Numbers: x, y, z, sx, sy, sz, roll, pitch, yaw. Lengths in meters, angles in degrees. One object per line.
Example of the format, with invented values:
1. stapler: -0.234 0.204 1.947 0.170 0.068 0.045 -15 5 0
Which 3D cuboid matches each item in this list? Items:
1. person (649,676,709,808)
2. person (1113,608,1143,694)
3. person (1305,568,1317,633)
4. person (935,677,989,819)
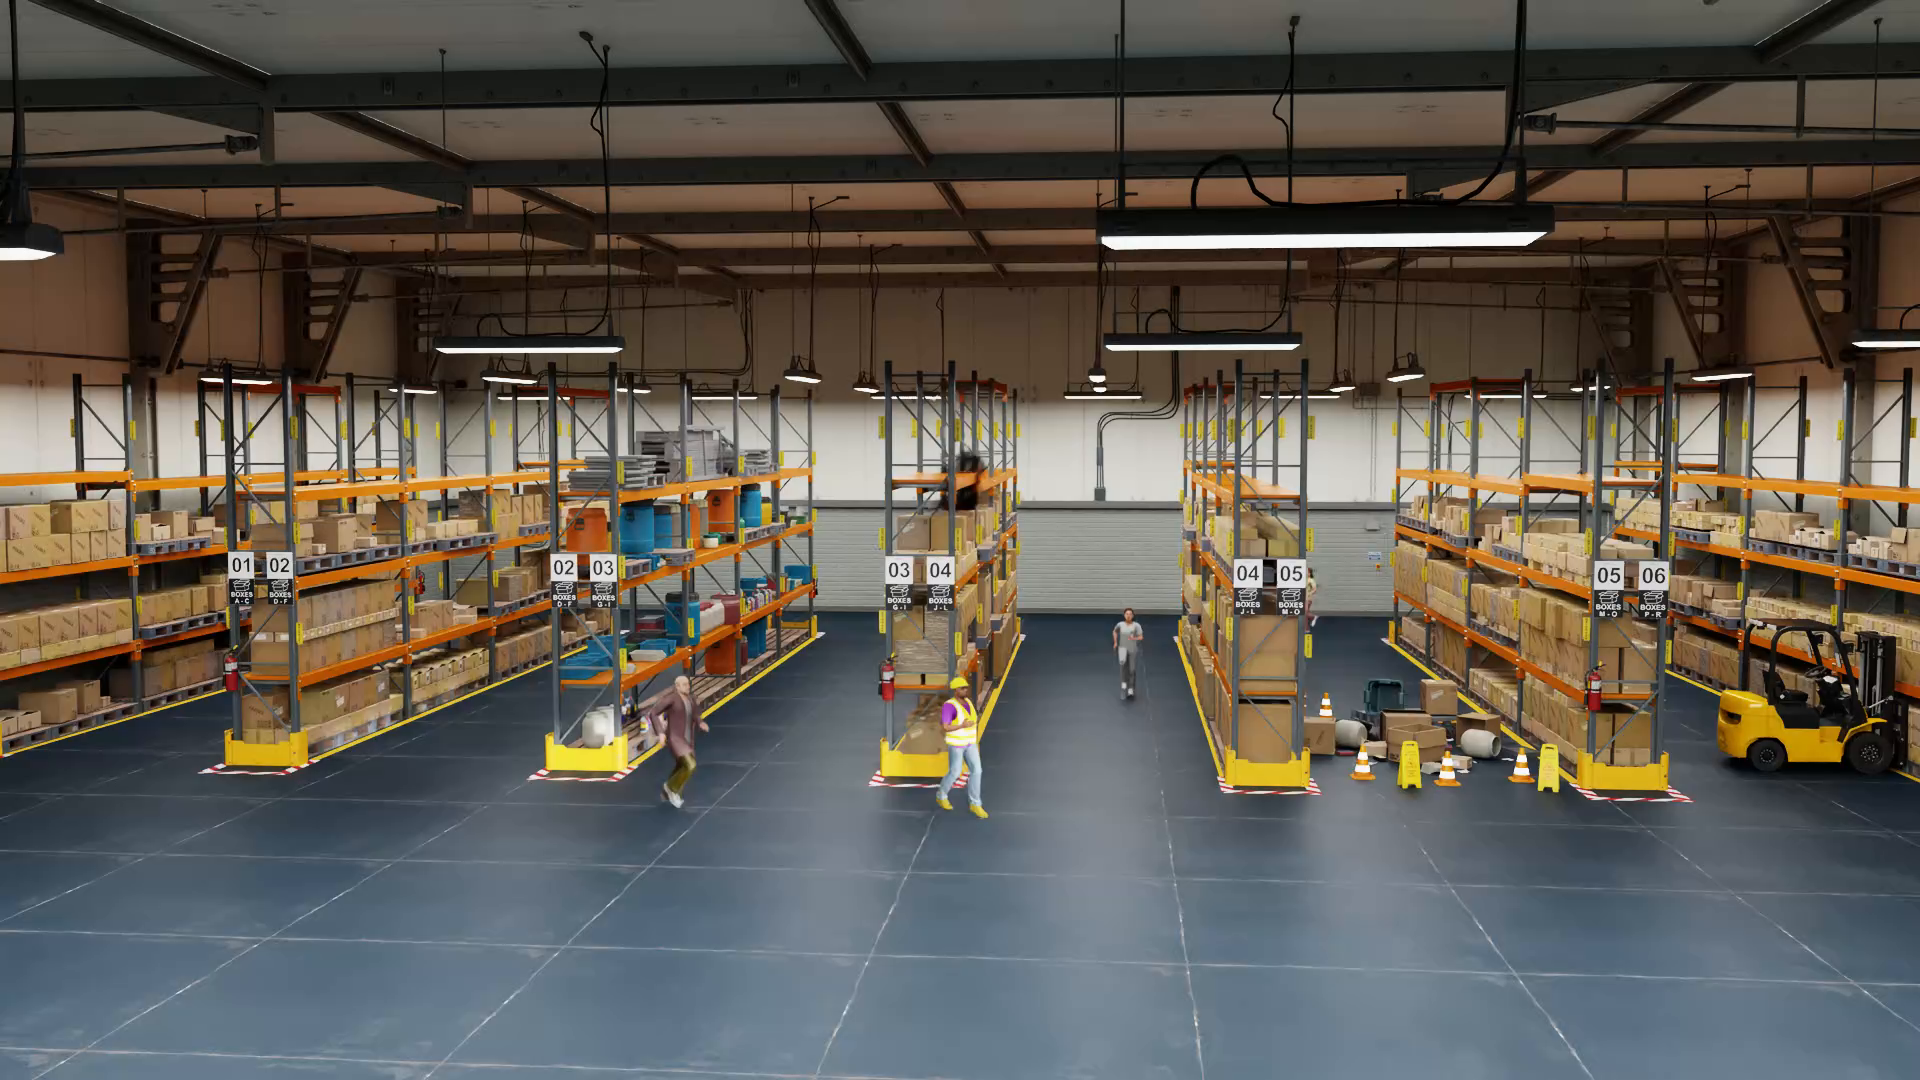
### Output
1. person: -3.681 2.670 22.020 0.806 1.744 0.682 2 4 29
2. person: 3.130 2.083 30.969 0.553 1.645 0.910 0 4 6
3. person: 8.633 1.490 41.168 0.563 1.626 0.582 -1 4 -17
4. person: 0.012 2.677 21.587 0.682 1.800 0.813 -4 5 -44
